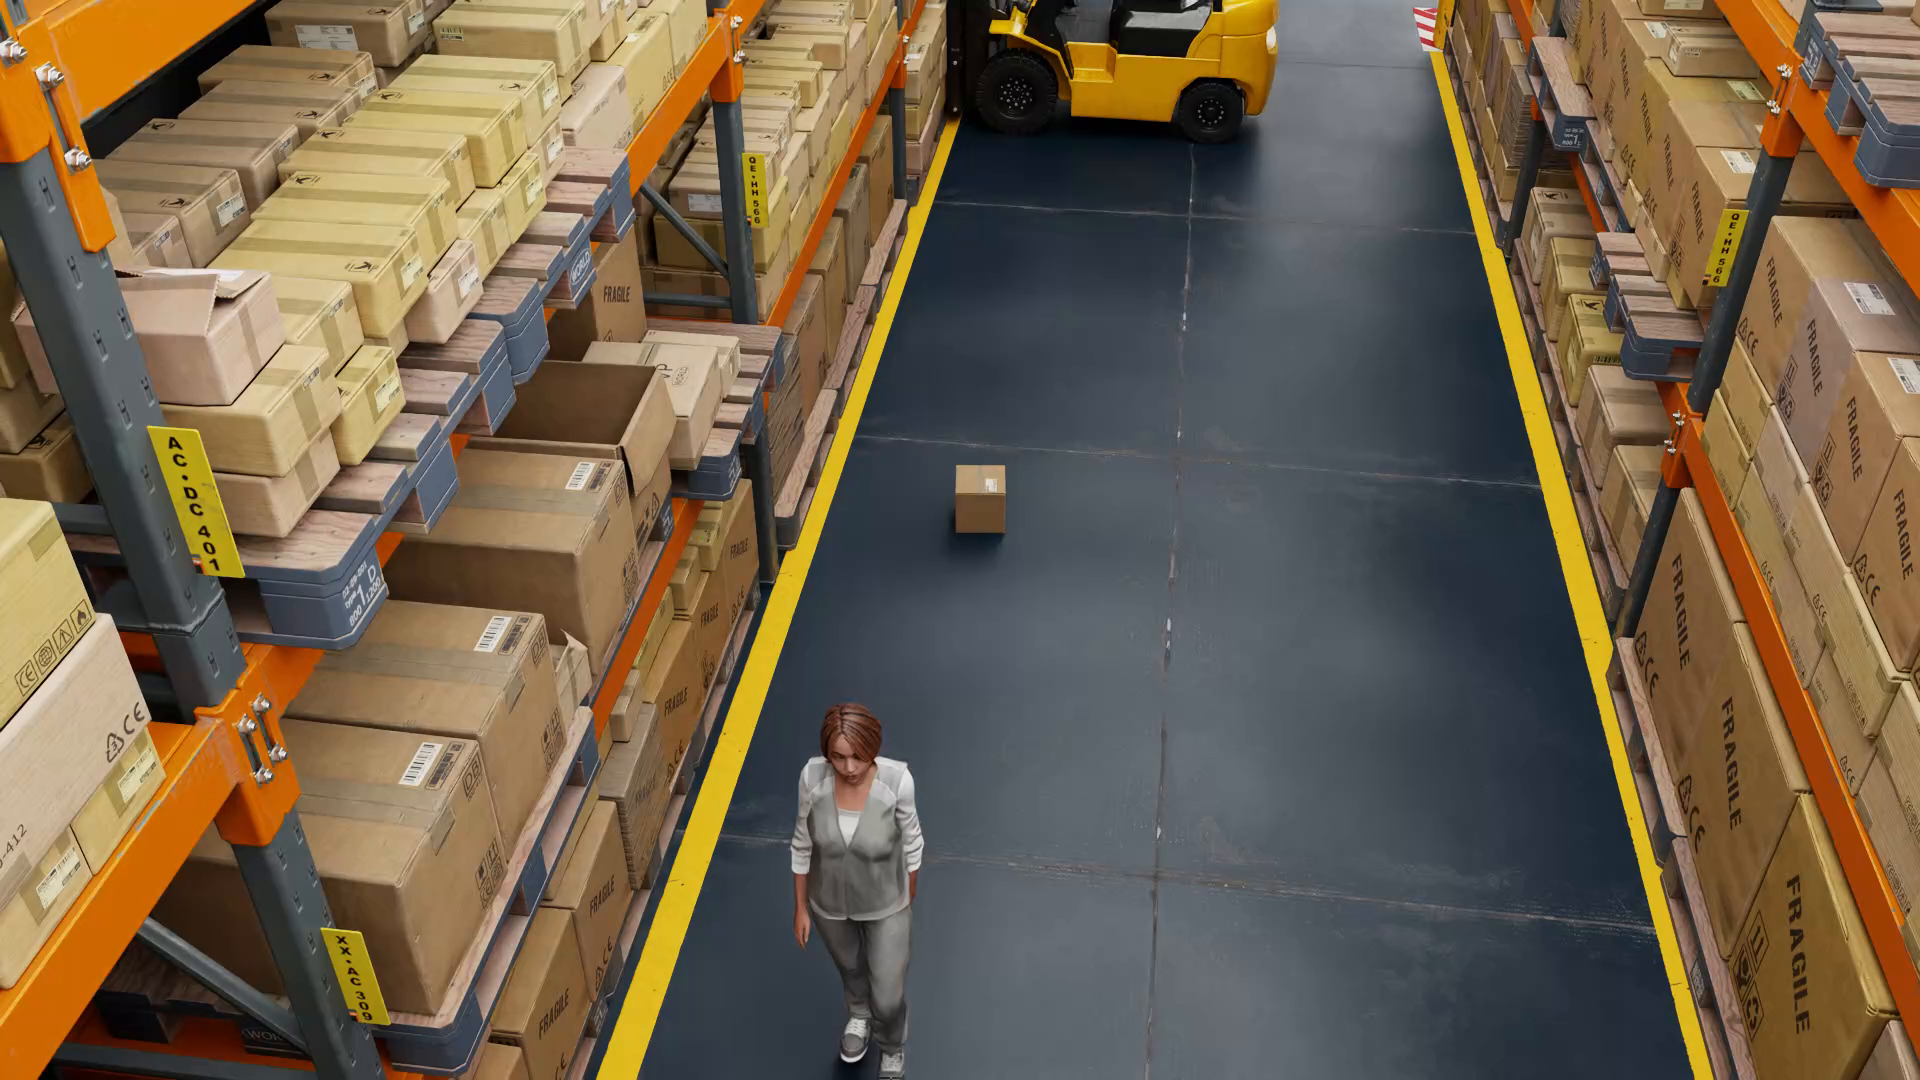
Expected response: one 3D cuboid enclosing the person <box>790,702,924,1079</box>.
[{"bbox_3d":[-0.335,1.192,5.432,0.412,1.629,0.446,6,37,8],"label":"person"}]
